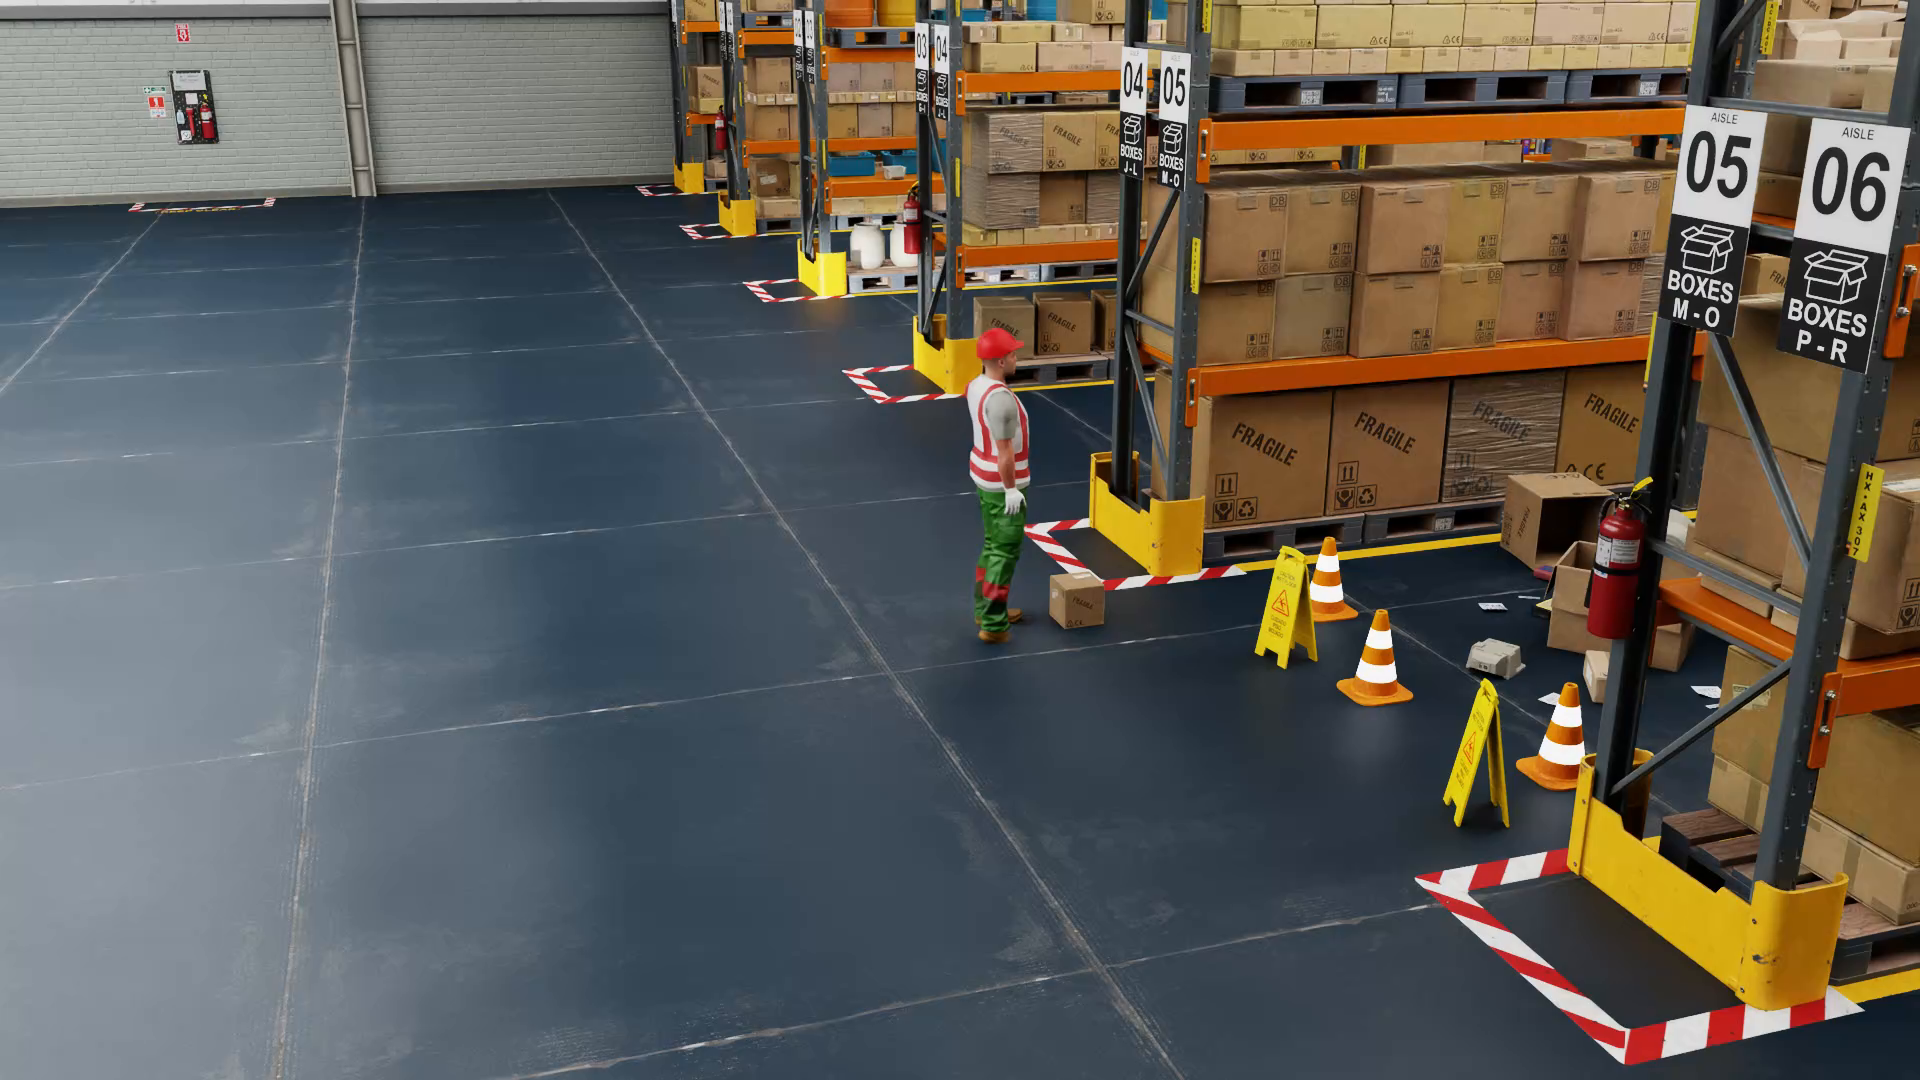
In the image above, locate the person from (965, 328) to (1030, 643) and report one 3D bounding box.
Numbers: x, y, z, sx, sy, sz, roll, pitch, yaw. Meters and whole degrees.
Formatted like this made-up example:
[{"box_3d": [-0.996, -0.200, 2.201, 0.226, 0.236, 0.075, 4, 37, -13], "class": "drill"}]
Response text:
[{"box_3d": [0.234, -0.299, 9.483, 0.356, 1.844, 0.525, -6, 20, -16], "class": "person"}]
